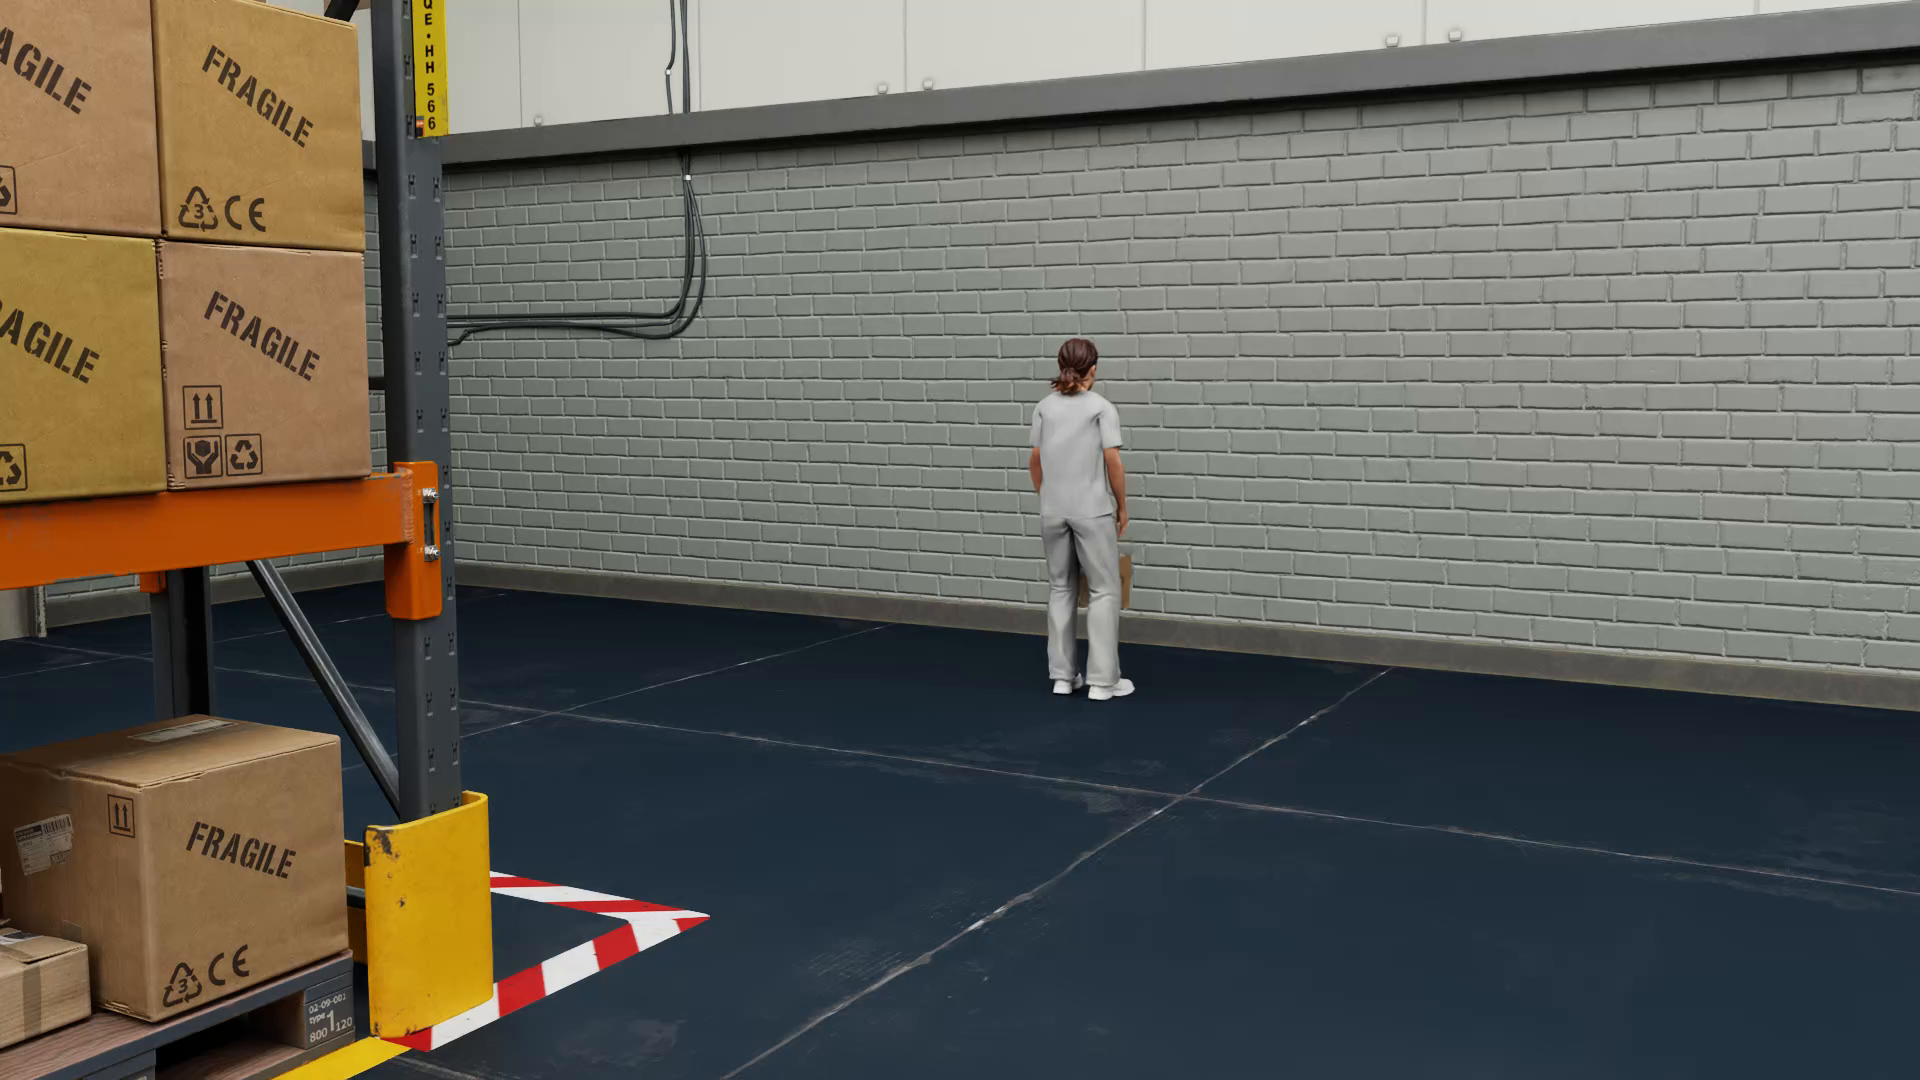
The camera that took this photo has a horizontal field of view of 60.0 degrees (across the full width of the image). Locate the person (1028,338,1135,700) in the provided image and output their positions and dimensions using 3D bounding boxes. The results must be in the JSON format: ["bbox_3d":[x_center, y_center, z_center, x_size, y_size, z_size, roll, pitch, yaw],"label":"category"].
[{"bbox_3d":[0.567,-0.095,7.814,0.475,1.656,0.415,3,7,27],"label":"person"}]
